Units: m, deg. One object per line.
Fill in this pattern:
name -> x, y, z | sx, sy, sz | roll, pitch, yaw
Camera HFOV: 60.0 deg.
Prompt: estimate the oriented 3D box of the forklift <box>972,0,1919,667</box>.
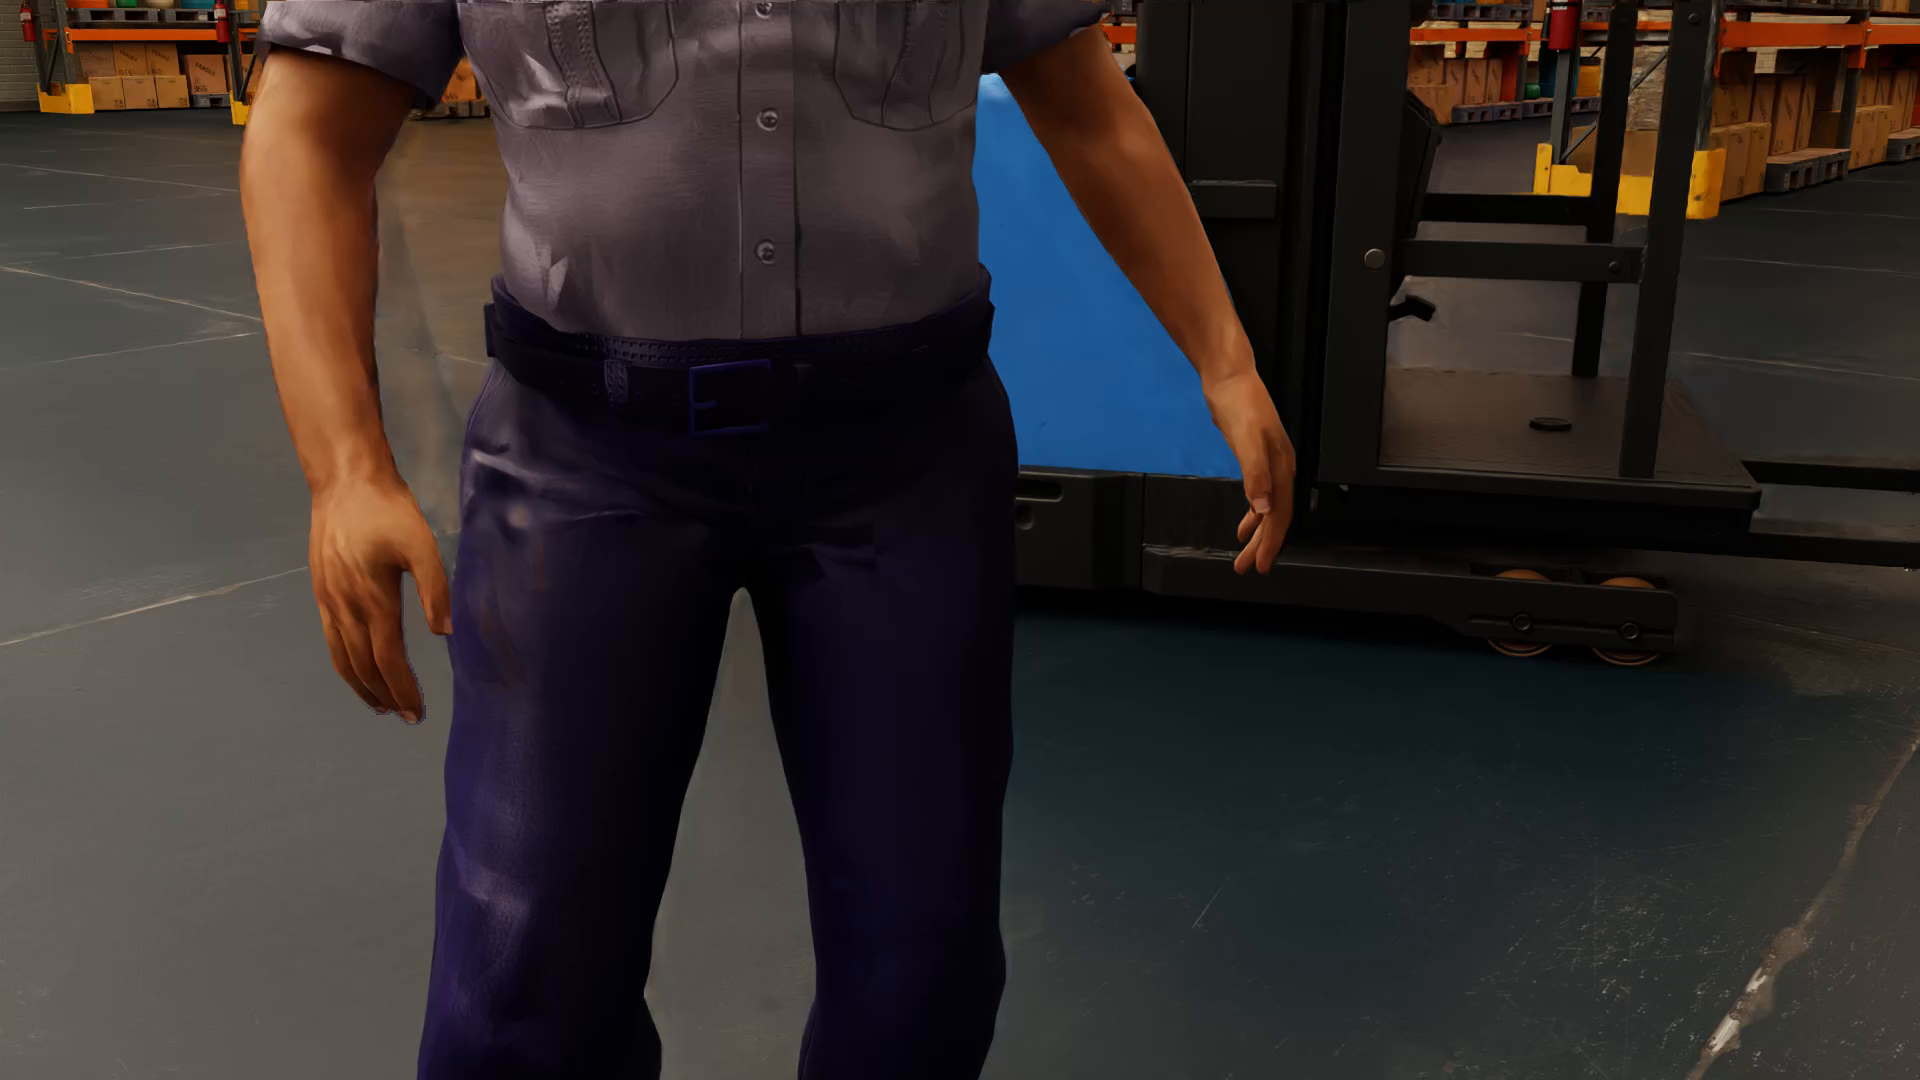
forklift -> 1.123, -1.334, 3.290 | 3.031, 2.935, 1.130 | 4, 17, 14
